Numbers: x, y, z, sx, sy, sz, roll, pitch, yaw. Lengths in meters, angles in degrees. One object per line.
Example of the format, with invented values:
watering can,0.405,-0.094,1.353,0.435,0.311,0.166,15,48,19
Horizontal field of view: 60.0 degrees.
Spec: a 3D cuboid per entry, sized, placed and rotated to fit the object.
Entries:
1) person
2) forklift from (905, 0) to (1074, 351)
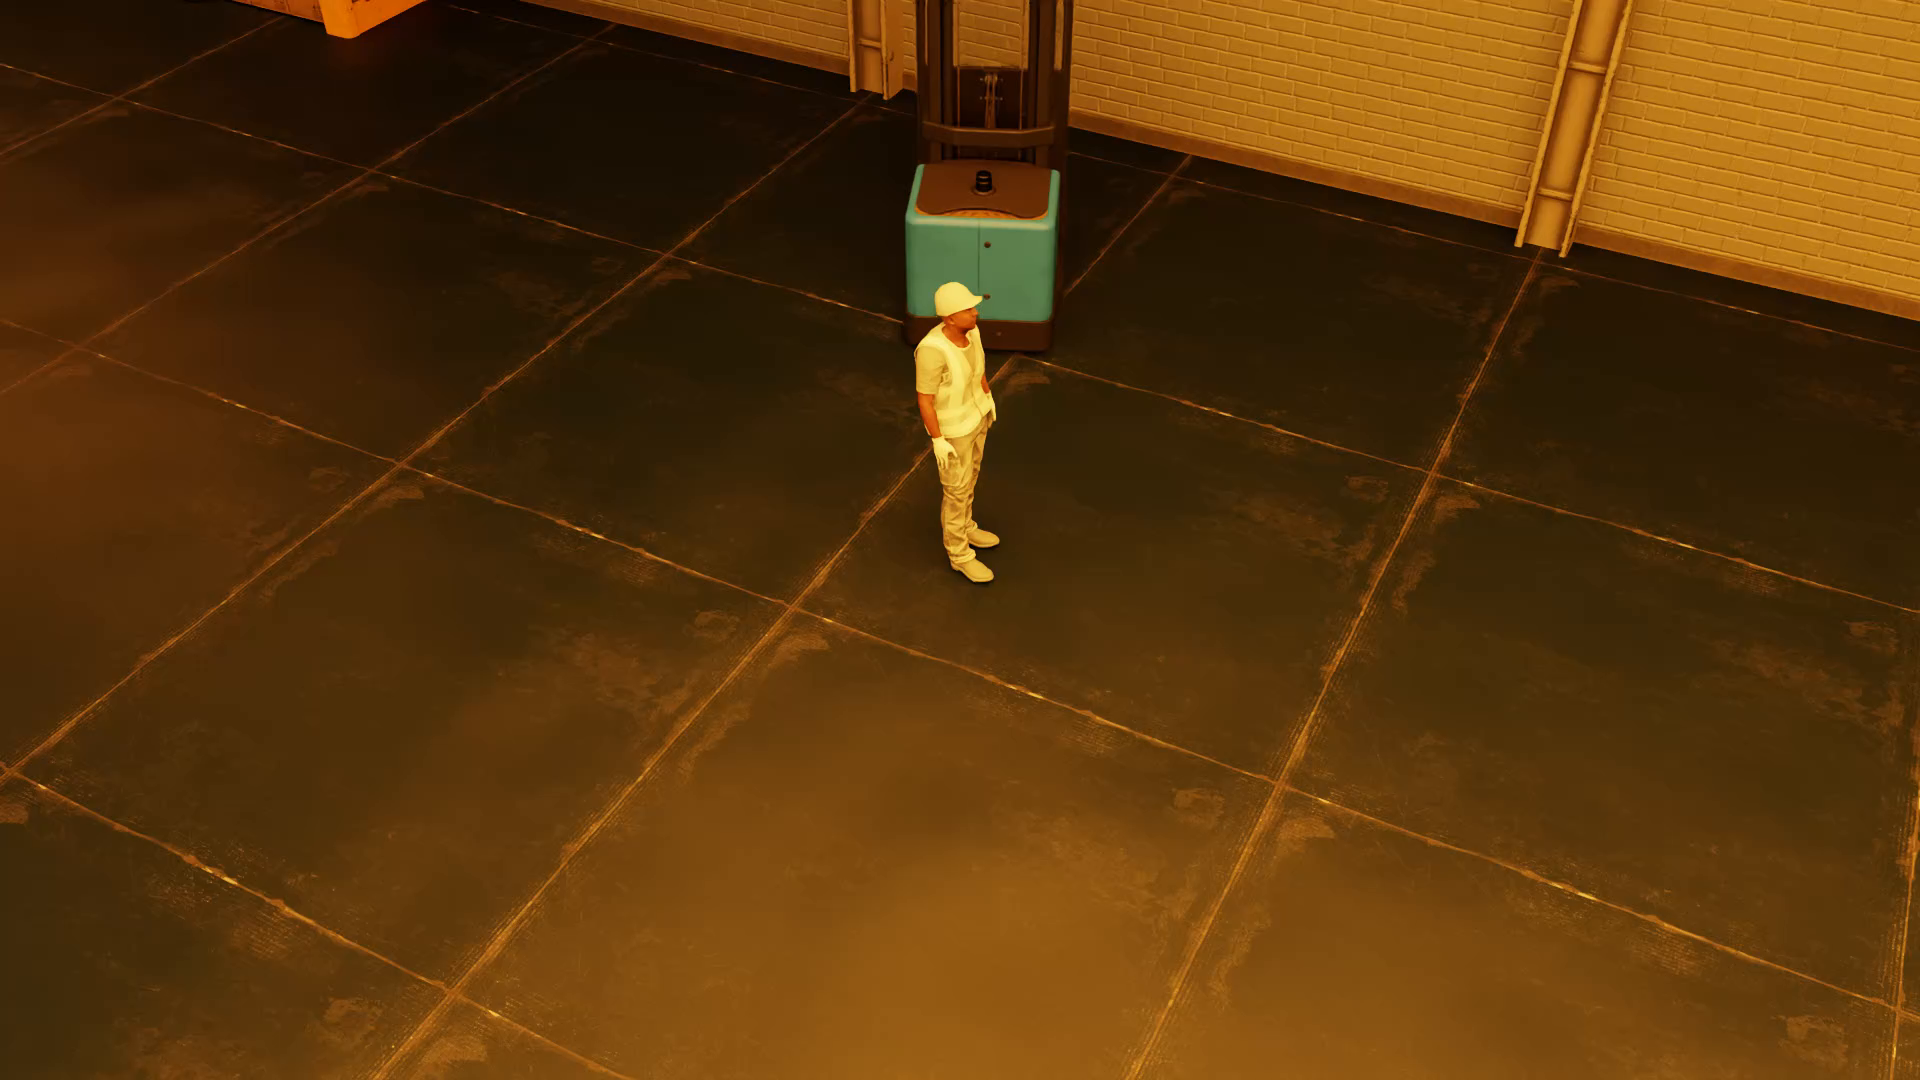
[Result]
person,0.060,-0.661,9.652,0.577,1.781,0.656,18,43,21
forklift,0.261,-3.391,12.013,1.130,2.935,3.031,3,40,4
